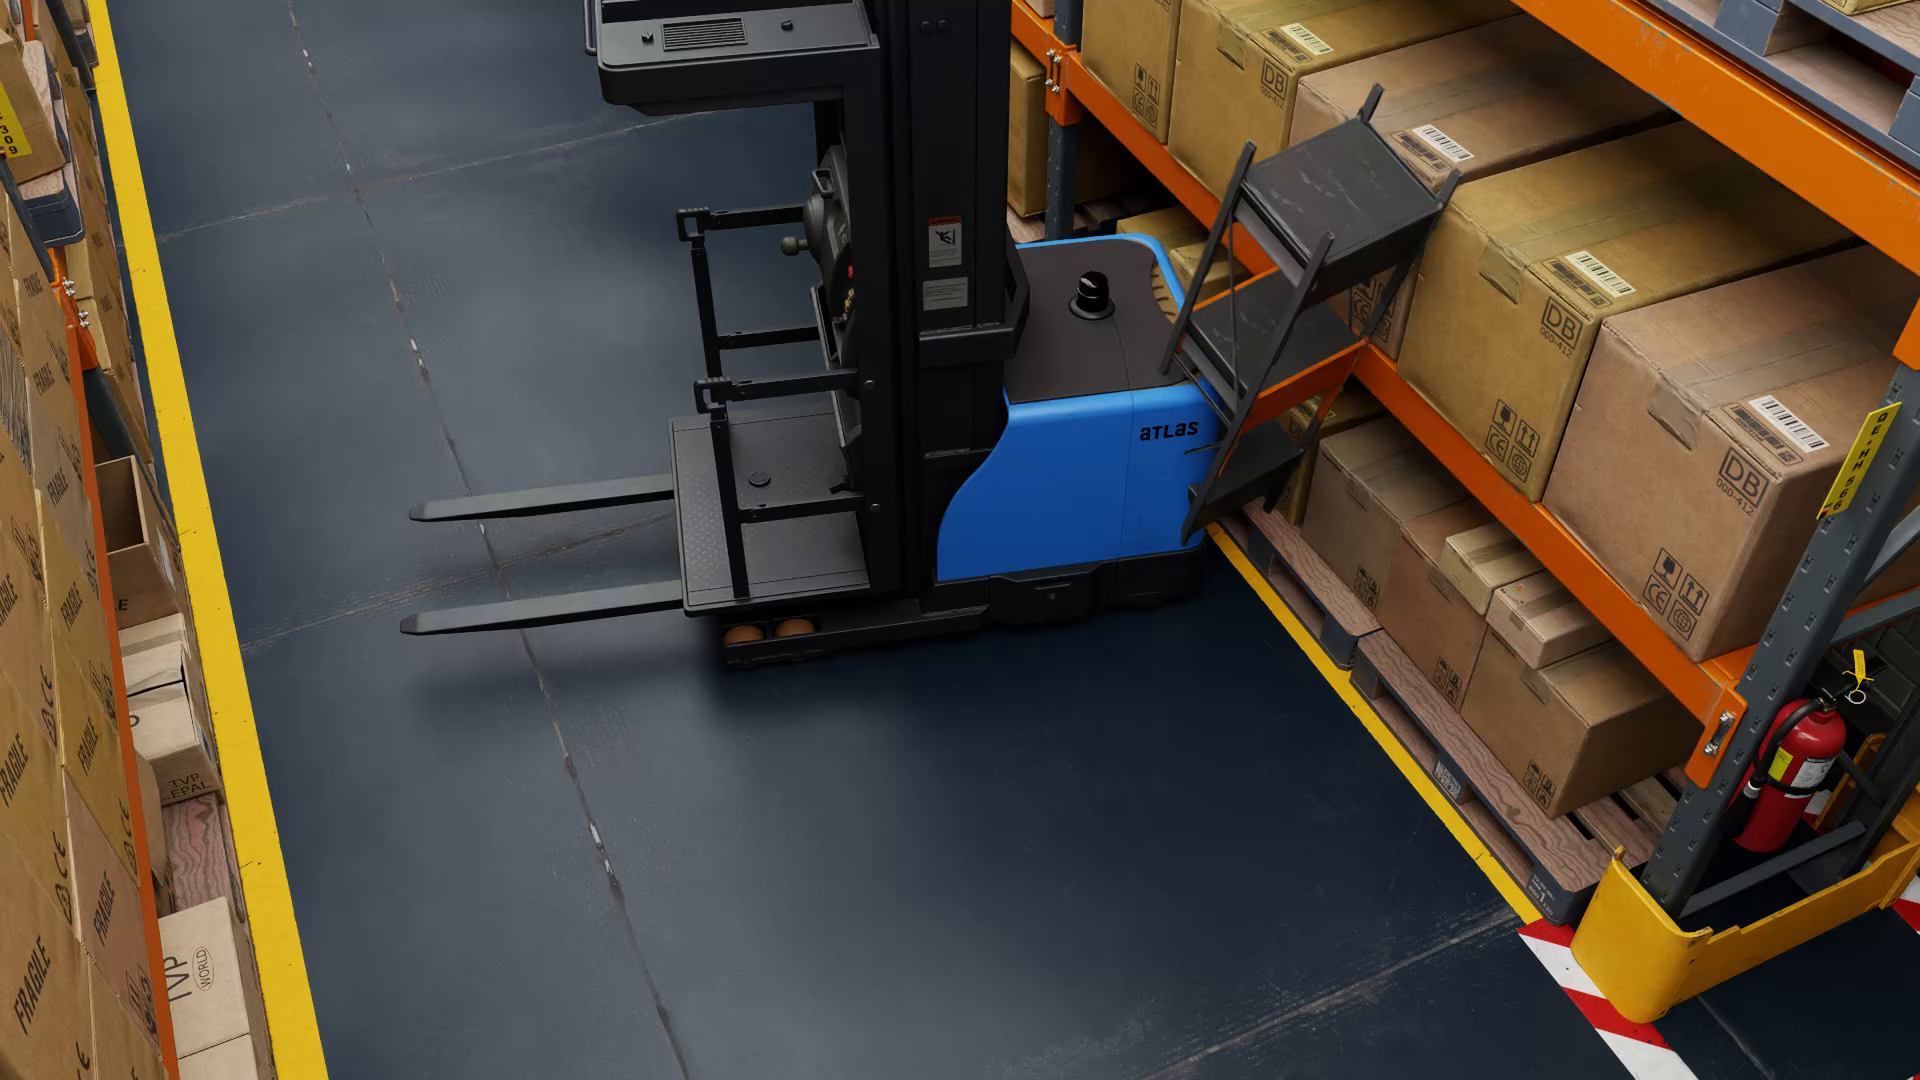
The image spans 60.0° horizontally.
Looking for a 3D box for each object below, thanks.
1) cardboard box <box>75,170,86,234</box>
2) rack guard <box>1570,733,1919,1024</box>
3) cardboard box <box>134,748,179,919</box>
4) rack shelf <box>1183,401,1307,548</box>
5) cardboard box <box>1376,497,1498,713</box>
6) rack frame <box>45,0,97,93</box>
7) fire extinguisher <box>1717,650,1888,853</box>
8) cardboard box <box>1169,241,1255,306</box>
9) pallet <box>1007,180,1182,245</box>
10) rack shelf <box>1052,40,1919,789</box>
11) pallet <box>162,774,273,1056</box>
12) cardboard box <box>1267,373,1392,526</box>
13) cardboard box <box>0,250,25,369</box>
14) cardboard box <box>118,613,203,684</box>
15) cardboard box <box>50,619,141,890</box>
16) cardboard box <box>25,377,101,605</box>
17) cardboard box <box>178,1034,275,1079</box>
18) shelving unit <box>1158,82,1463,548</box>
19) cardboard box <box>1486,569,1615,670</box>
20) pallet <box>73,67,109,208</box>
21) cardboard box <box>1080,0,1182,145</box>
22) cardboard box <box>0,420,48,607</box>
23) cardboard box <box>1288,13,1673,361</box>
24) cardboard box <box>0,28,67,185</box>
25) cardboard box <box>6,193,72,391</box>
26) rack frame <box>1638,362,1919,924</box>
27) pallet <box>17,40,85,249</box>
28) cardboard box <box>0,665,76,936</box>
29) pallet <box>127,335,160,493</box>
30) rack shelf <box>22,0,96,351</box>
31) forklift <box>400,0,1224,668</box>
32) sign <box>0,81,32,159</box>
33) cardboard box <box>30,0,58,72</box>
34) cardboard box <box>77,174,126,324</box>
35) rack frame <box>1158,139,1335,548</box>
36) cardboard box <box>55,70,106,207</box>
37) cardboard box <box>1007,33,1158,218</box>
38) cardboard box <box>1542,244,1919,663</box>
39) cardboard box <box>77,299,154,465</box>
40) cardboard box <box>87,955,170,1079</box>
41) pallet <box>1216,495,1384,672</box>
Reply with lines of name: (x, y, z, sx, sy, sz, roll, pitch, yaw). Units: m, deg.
cardboard box: (-4.025, -1.468, 7.034, 0.500, 0.250, 0.500, -18, 47, -17)
rack guard: (2.563, 1.073, 5.307, 1.175, 0.500, 0.348, -18, 47, -17)
cardboard box: (-2.827, 1.011, 5.053, 0.797, 0.503, 0.637, -18, 47, -17)
rack shelf: (0.941, -0.272, 6.337, 0.480, 0.518, 0.431, -27, 69, -20)
cardboard box: (1.957, 0.172, 5.920, 0.700, 0.500, 0.500, -18, 47, -18)
rack frame: (-5.304, -3.465, 8.126, 1.000, 3.000, 0.127, -18, 47, -17)
fire extinguisher: (2.198, 0.560, 4.367, 0.296, 0.674, 0.183, -18, 47, -17)
cardboard box: (1.071, -1.093, 6.741, 0.380, 0.149, 0.250, -17, 47, -16)
pallet: (0.478, -1.858, 8.483, 1.003, 0.211, 1.213, -18, 47, -17)
rack shelf: (1.712, -0.851, 5.989, 1.077, 0.370, 4.000, -18, 47, -17)
pallet: (-2.817, 1.293, 5.290, 1.003, 0.211, 1.213, -18, 47, -17)
cardboard box: (1.514, -0.486, 6.587, 0.700, 0.500, 0.500, -17, 47, -16)
cardboard box: (-2.957, -0.736, 4.577, 0.500, 0.500, 0.500, -19, 48, -18)
cardboard box: (-2.913, 0.442, 5.882, 0.380, 0.149, 0.250, -18, 47, -17)
cardboard box: (-2.318, 0.589, 3.947, 0.500, 0.500, 0.500, -18, 47, -18)
cardboard box: (-2.743, -0.054, 4.598, 0.500, 0.500, 0.500, -17, 47, -17)
cardboard box: (-2.122, 1.706, 4.530, 0.500, 0.250, 0.500, -18, 47, -17)
shelving unit: (1.021, -0.608, 5.712, 0.503, 2.100, 0.431, -27, 69, -20)
cardboard box: (1.948, 0.232, 5.398, 0.380, 0.149, 0.250, -19, 48, -18)
pallet: (-5.024, -1.986, 8.612, 1.003, 0.211, 1.213, -18, 47, -17)
cardboard box: (1.084, -2.138, 6.567, 0.980, 0.700, 0.700, -17, 47, -17)
cardboard box: (-2.534, -0.094, 3.927, 0.500, 0.500, 0.500, -18, 48, -18)
cardboard box: (1.701, -1.210, 5.627, 0.980, 0.700, 0.700, -20, 48, -19)
cardboard box: (-3.618, -1.469, 5.733, 0.700, 0.500, 0.500, -34, 54, -30)
cardboard box: (-3.179, -0.709, 5.262, 0.500, 0.500, 0.500, -17, 47, -17)
rack frame: (2.553, 0.167, 4.445, 1.000, 3.000, 0.127, -18, 47, -17)
pallet: (-3.859, -1.389, 6.159, 1.003, 0.211, 1.213, -18, 47, -17)
cardboard box: (-2.114, 0.550, 3.274, 0.500, 0.500, 0.500, -18, 47, -17)
pallet: (-3.998, -0.431, 7.036, 1.003, 0.211, 1.213, -18, 47, -17)
rack shelf: (-4.463, -1.935, 7.087, 1.077, 0.370, 4.000, -18, 47, -17)
forklift: (-0.620, -0.965, 5.641, 3.031, 2.935, 1.130, -7, 45, -7)
sign: (-3.133, -1.390, 5.406, 0.100, 0.325, 0.005, -18, 47, -17)
cardboard box: (-4.670, -2.438, 8.017, 0.500, 0.250, 0.500, -16, 47, -16)
cardboard box: (-4.042, -1.221, 7.318, 0.500, 0.500, 0.500, -17, 47, -17)
rack frame: (0.817, -0.502, 5.630, 0.015, 2.100, 0.400, -27, 69, -20)
cardboard box: (-4.480, -1.876, 7.982, 0.500, 0.500, 0.500, -20, 48, -19)
cardboard box: (0.480, -2.142, 8.016, 0.750, 0.750, 0.750, -18, 47, -17)
cardboard box: (2.329, -0.261, 4.666, 0.980, 0.700, 0.700, -16, 47, -16)
cardboard box: (-3.604, -0.563, 6.652, 0.500, 0.500, 0.500, -20, 48, -19)
cardboard box: (-1.887, 1.237, 3.290, 0.500, 0.500, 0.500, -17, 47, -17)
pallet: (1.637, -0.103, 6.704, 1.003, 0.211, 1.213, -18, 47, -17)
